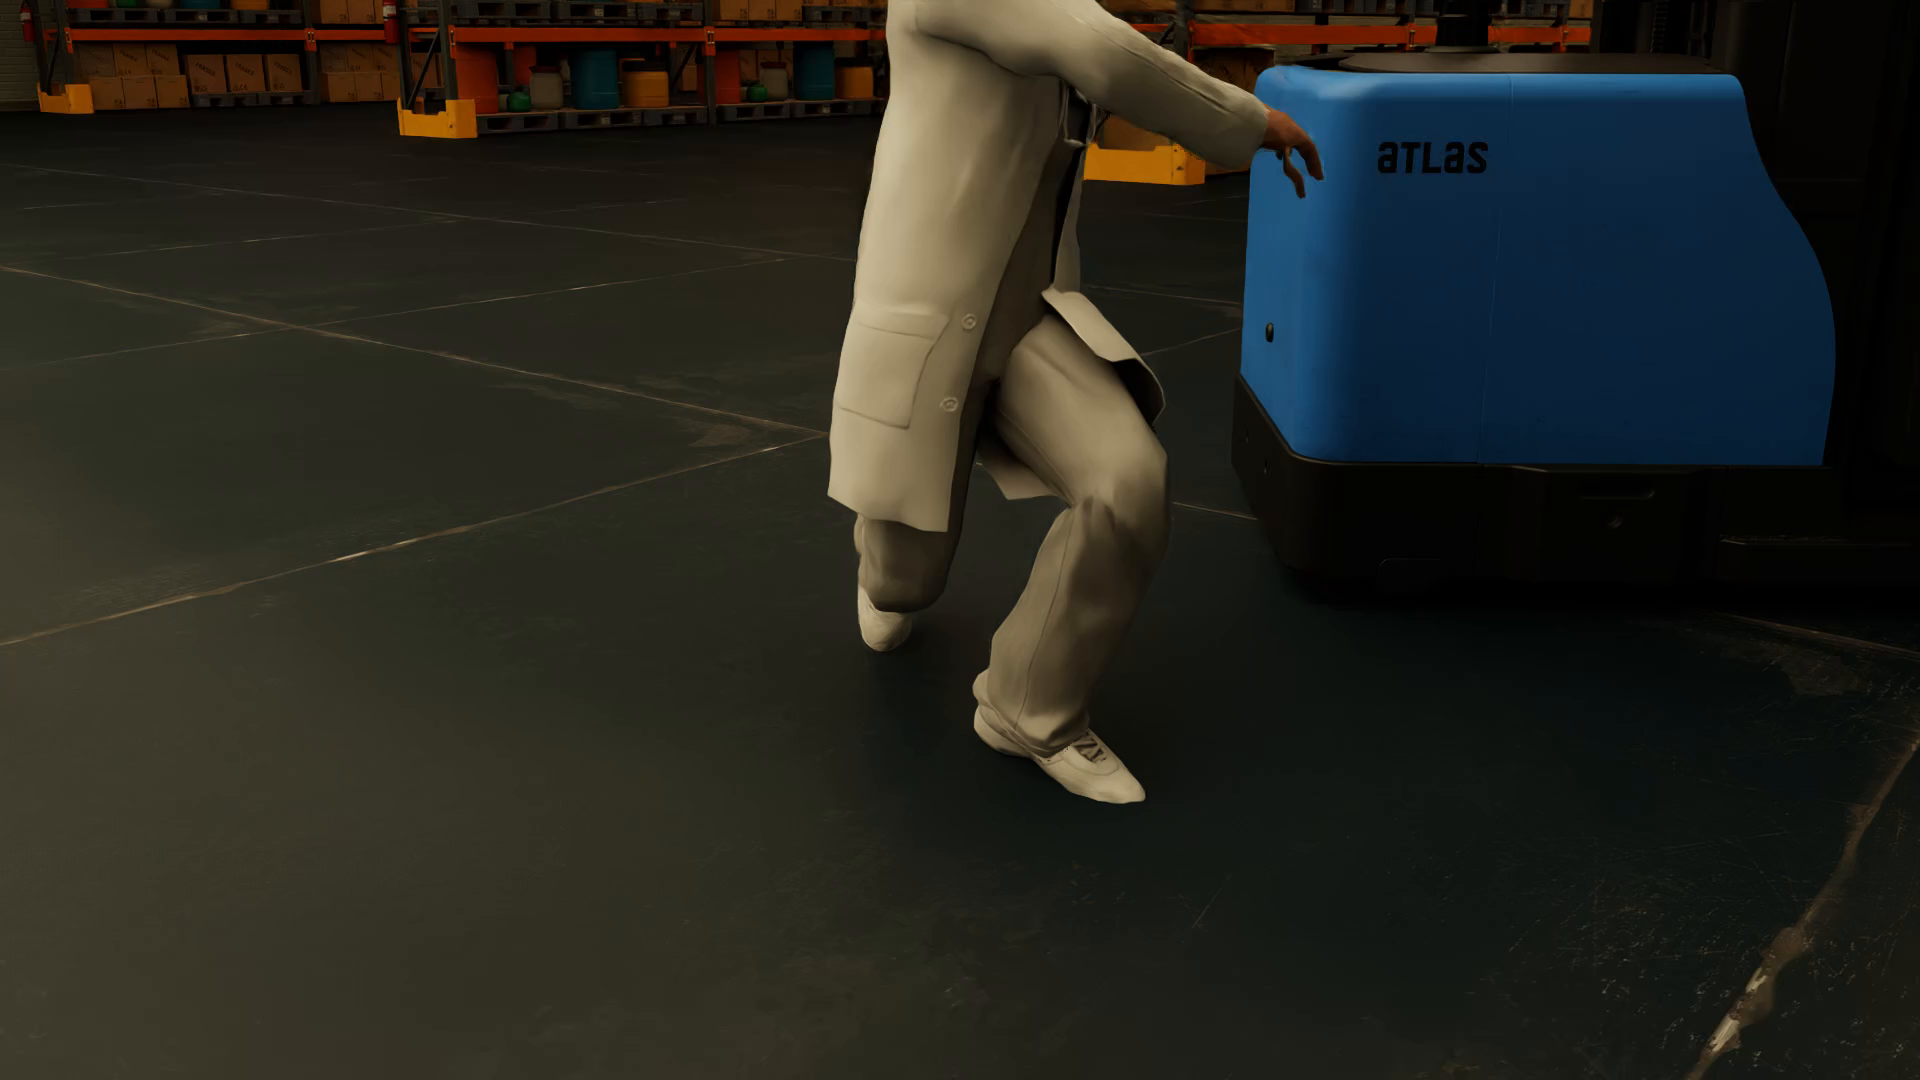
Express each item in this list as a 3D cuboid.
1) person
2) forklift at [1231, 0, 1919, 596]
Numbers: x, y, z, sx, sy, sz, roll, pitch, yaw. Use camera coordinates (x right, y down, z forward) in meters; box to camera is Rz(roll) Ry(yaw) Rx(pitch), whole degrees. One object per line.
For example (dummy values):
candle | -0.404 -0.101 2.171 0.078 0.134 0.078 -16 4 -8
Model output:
person | 0.082 -0.411 2.805 0.723 1.537 0.973 -12 20 -34
forklift | 2.212 -1.398 3.502 3.031 2.935 1.130 0 17 2
